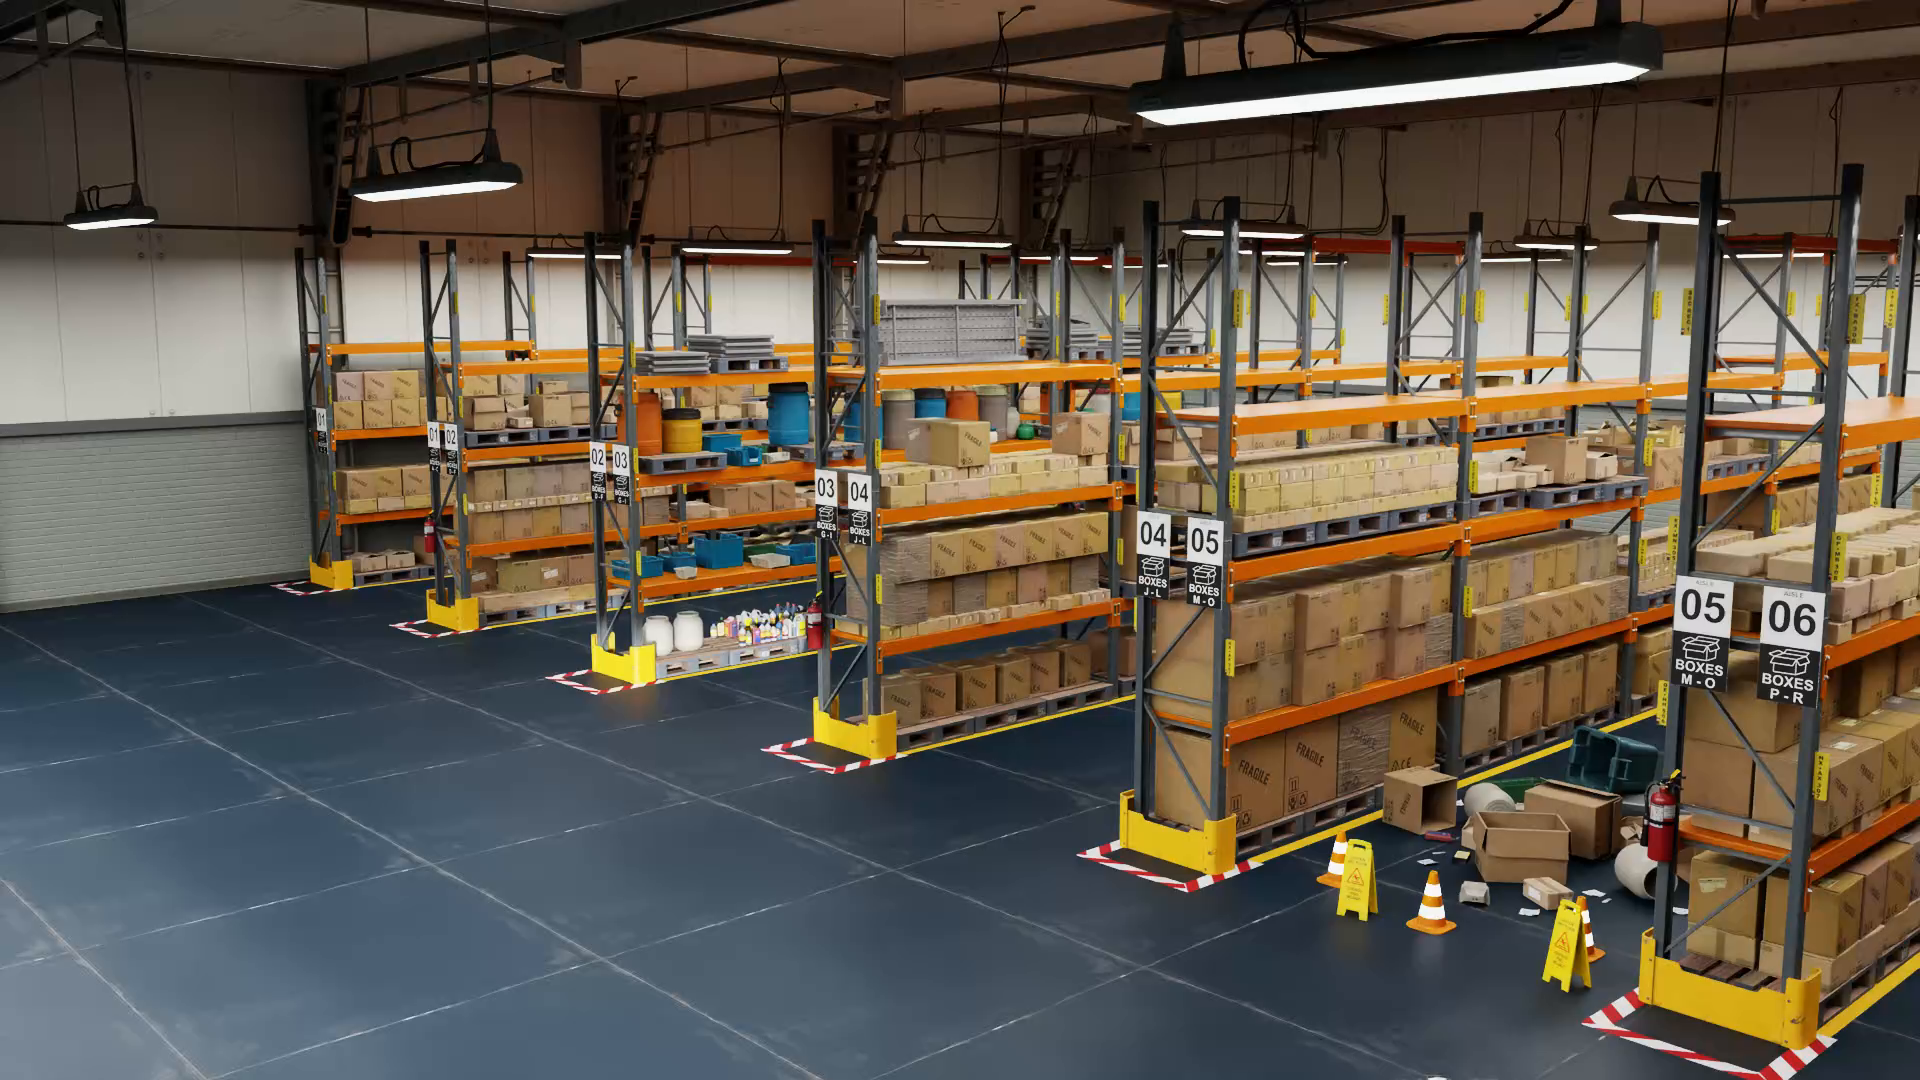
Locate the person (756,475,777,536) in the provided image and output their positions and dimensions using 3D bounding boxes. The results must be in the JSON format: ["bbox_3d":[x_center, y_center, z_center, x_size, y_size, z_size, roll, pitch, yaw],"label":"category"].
[{"bbox_3d":[-3.941,-0.636,33.985,0.561,1.661,0.573,7,11,41],"label":"person"}]

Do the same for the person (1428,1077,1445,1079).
[{"bbox_3d":[2.145,3.231,7.634,0.645,1.699,0.729,3,9,17],"label":"person"}]
